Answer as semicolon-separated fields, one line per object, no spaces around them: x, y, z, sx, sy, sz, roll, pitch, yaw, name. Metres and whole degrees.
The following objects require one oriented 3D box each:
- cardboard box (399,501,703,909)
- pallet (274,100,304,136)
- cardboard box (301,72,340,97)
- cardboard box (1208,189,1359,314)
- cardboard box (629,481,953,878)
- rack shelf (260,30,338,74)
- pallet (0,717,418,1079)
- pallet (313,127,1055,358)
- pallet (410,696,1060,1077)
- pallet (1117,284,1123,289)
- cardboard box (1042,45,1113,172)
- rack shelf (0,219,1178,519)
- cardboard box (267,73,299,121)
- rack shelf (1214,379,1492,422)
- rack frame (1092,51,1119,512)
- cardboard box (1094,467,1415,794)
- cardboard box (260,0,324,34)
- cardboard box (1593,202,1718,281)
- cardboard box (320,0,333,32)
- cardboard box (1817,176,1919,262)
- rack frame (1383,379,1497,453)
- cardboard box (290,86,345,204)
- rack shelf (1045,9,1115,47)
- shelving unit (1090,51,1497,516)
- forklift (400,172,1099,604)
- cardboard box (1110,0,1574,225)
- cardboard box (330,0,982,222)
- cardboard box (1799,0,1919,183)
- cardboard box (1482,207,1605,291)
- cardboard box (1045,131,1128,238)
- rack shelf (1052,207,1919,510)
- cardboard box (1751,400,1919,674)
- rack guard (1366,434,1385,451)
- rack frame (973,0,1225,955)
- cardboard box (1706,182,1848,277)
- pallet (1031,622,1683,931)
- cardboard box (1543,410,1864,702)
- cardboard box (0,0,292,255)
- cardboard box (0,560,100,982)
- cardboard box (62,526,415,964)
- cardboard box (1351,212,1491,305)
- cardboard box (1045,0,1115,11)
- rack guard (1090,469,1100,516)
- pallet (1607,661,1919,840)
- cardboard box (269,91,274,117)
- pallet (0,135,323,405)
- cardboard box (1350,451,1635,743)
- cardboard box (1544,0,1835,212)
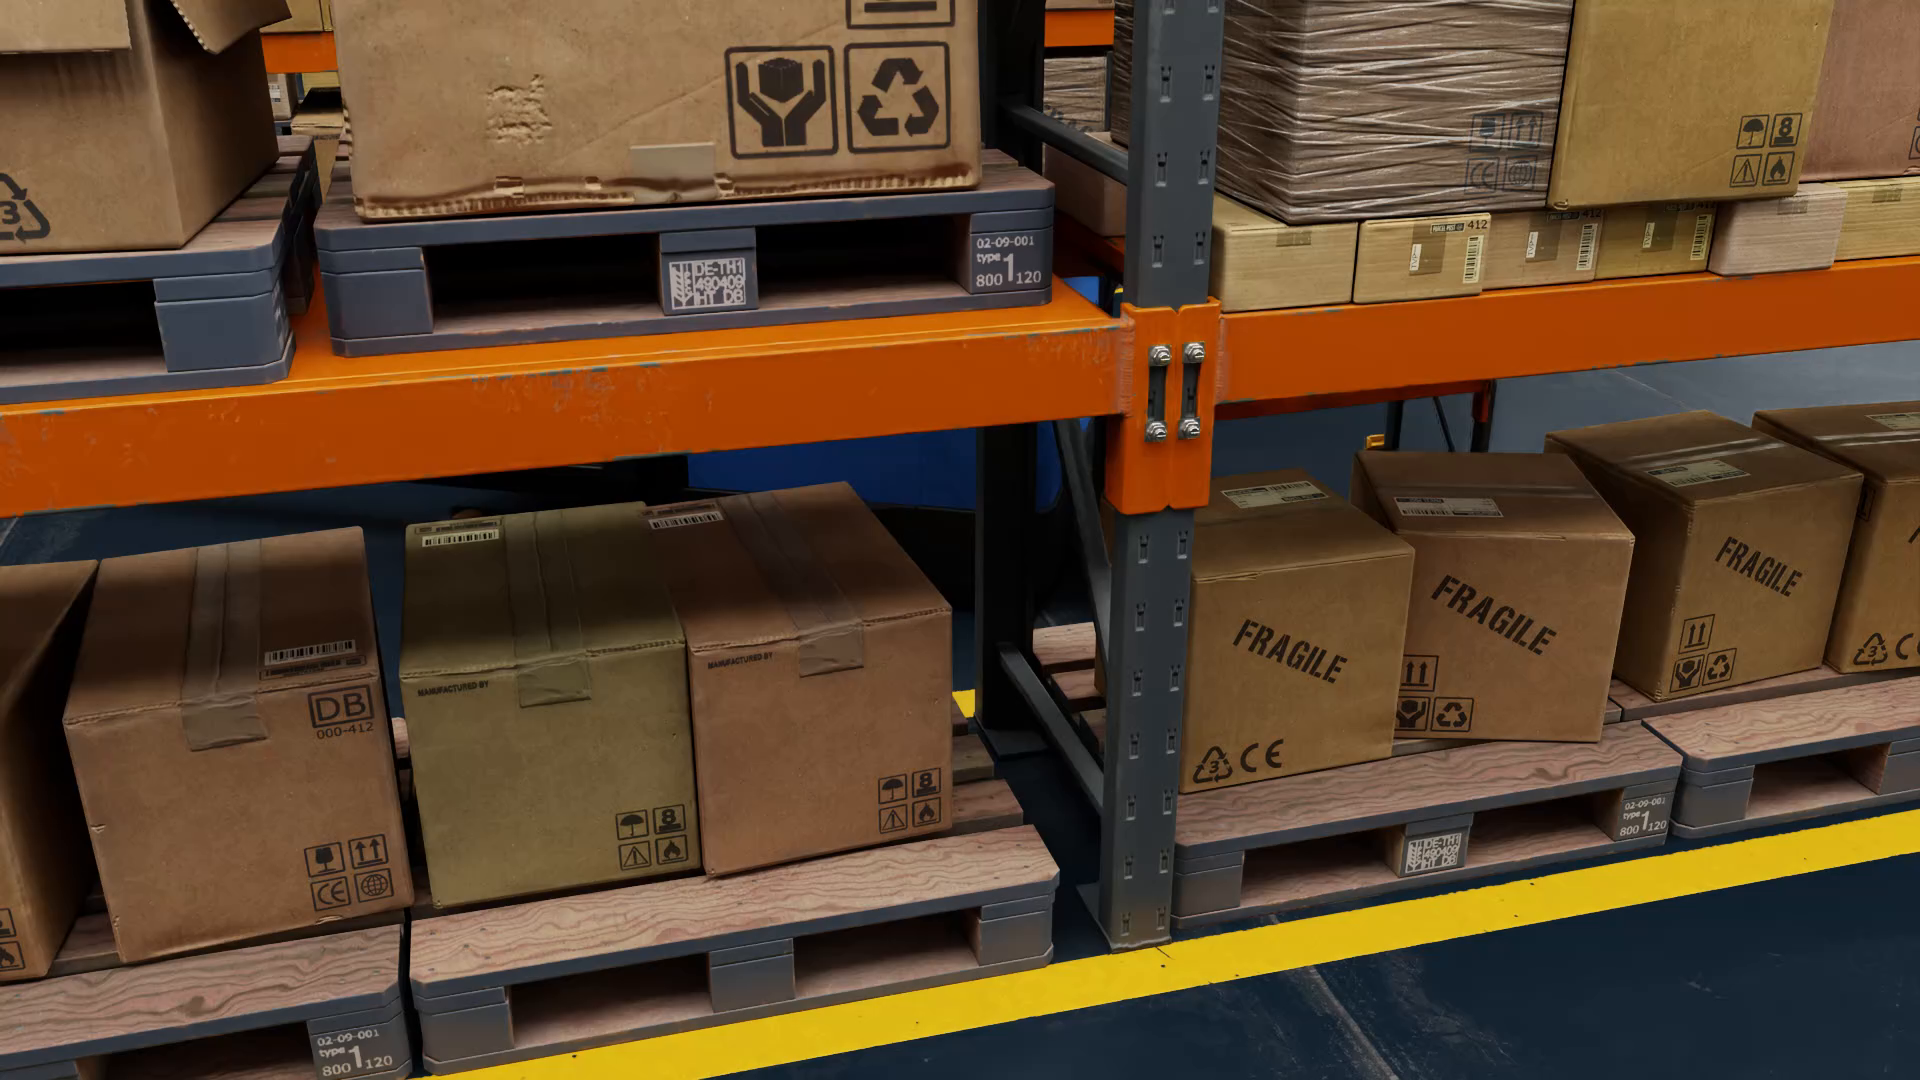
-0.832;0.301;3.357;0.500;0.500;0.700;-6;24;-15;cardboard box
-4.373;-3.013;12.004;1.213;0.211;1.003;-6;24;-14;pallet
-4.312;-3.285;11.902;0.625;0.372;0.950;-6;24;-13;cardboard box
0.518;-0.540;3.023;0.250;0.149;0.380;-6;24;-14;cardboard box
-0.367;0.257;3.459;0.500;0.500;0.700;-8;25;-18;cardboard box
-2.938;-2.097;7.245;4.000;0.370;1.077;-6;24;-14;rack shelf
-1.696;0.750;3.235;1.213;0.211;1.003;-6;24;-14;pallet
-0.546;-0.632;3.163;1.213;0.211;1.003;-6;24;-14;pallet
-0.520;0.618;3.541;1.213;0.211;1.003;-6;24;-14;pallet
0.917;-1.542;8.575;1.213;0.211;1.003;-6;24;-14;pallet
0.478;-1.995;8.257;0.875;0.875;0.875;-6;24;-14;cardboard box
-1.696;-0.203;2.832;4.000;0.370;1.077;-6;24;-14;rack shelf
-5.044;-3.206;11.719;0.625;0.372;0.950;-7;24;-15;cardboard box
0.980;-0.465;4.889;1.000;0.185;0.538;-7;24;-17;rack shelf
0.497;-0.568;4.672;0.032;1.500;0.500;-7;24;-17;rack frame
0.626;0.182;3.660;0.500;0.500;0.500;-7;24;-16;cardboard box
-2.904;-2.367;6.835;0.500;0.500;0.500;-7;24;-15;cardboard box
1.234;-0.629;3.230;0.250;0.149;0.380;-6;24;-14;cardboard box
-2.416;-2.422;6.963;0.500;0.500;0.500;-6;24;-14;cardboard box
1.715;-0.682;3.355;0.250;0.149;0.380;-6;24;-14;cardboard box
1.463;-0.693;4.964;0.032;1.500;0.500;-7;24;-17;rack frame
-2.516;-1.598;7.491;0.750;0.750;1.050;-6;24;-14;cardboard box
0.913;-2.523;8.238;4.000;0.370;1.077;-6;24;-14;rack shelf
0.971;-0.630;4.815;1.083;1.500;0.587;-7;24;-17;shelving unit
-1.117;-1.450;4.912;3.031;2.935;1.130;5;24;11;forklift
0.680;-0.954;3.165;0.500;0.500;0.875;-6;24;-14;cardboard box
-0.573;-1.184;2.912;1.000;1.000;1.000;-6;24;-14;cardboard box
1.625;-1.085;3.471;0.500;0.500;0.875;-6;24;-14;cardboard box
0.995;-0.599;3.160;0.250;0.149;0.380;-6;24;-14;cardboard box
0.357;-0.766;3.549;0.250;0.149;0.380;-6;24;-14;cardboard box
2.155;-0.629;3.825;4.000;0.370;1.077;-6;24;-14;rack shelf
2.301;-0.021;4.132;0.500;0.500;0.500;-4;24;-9;cardboard box
1.444;-0.117;5.205;0.087;0.250;0.587;-7;24;-17;rack guard
0.230;-0.747;3.186;0.127;3.000;1.000;-6;24;-14;rack frame
1.485;-0.640;3.256;0.250;0.149;0.380;-6;24;-14;cardboard box
0.867;0.450;3.934;1.213;0.211;1.003;-6;24;-14;pallet
1.752;0.022;4.033;0.500;0.500;0.500;-9;25;-19;cardboard box
-1.414;-0.767;2.571;0.637;0.503;0.797;-4;24;-9;cardboard box
-1.907;0.420;3.079;0.500;0.500;0.700;-4;24;-10;cardboard box
-1.370;0.360;3.218;0.500;0.500;0.700;-8;25;-19;cardboard box
0.762;-0.562;3.073;0.250;0.149;0.380;-6;24;-14;cardboard box
0.414;-2.833;7.859;0.550;0.550;0.875;-6;24;-14;cardboard box
0.498;0.006;4.919;0.087;0.250;0.587;-7;24;-17;rack guard
2.044;0.318;4.240;1.213;0.211;1.003;-6;24;-14;pallet
-3.413;-1.499;7.259;0.750;0.750;1.050;-6;24;-14;cardboard box
-1.727;-0.459;2.759;1.213;0.211;1.003;-6;24;-14;pallet
1.175;0.118;3.809;0.500;0.500;0.500;1;23;3;cardboard box
1.171;-0.994;3.258;0.500;0.500;0.875;-6;24;-14;cardboard box
